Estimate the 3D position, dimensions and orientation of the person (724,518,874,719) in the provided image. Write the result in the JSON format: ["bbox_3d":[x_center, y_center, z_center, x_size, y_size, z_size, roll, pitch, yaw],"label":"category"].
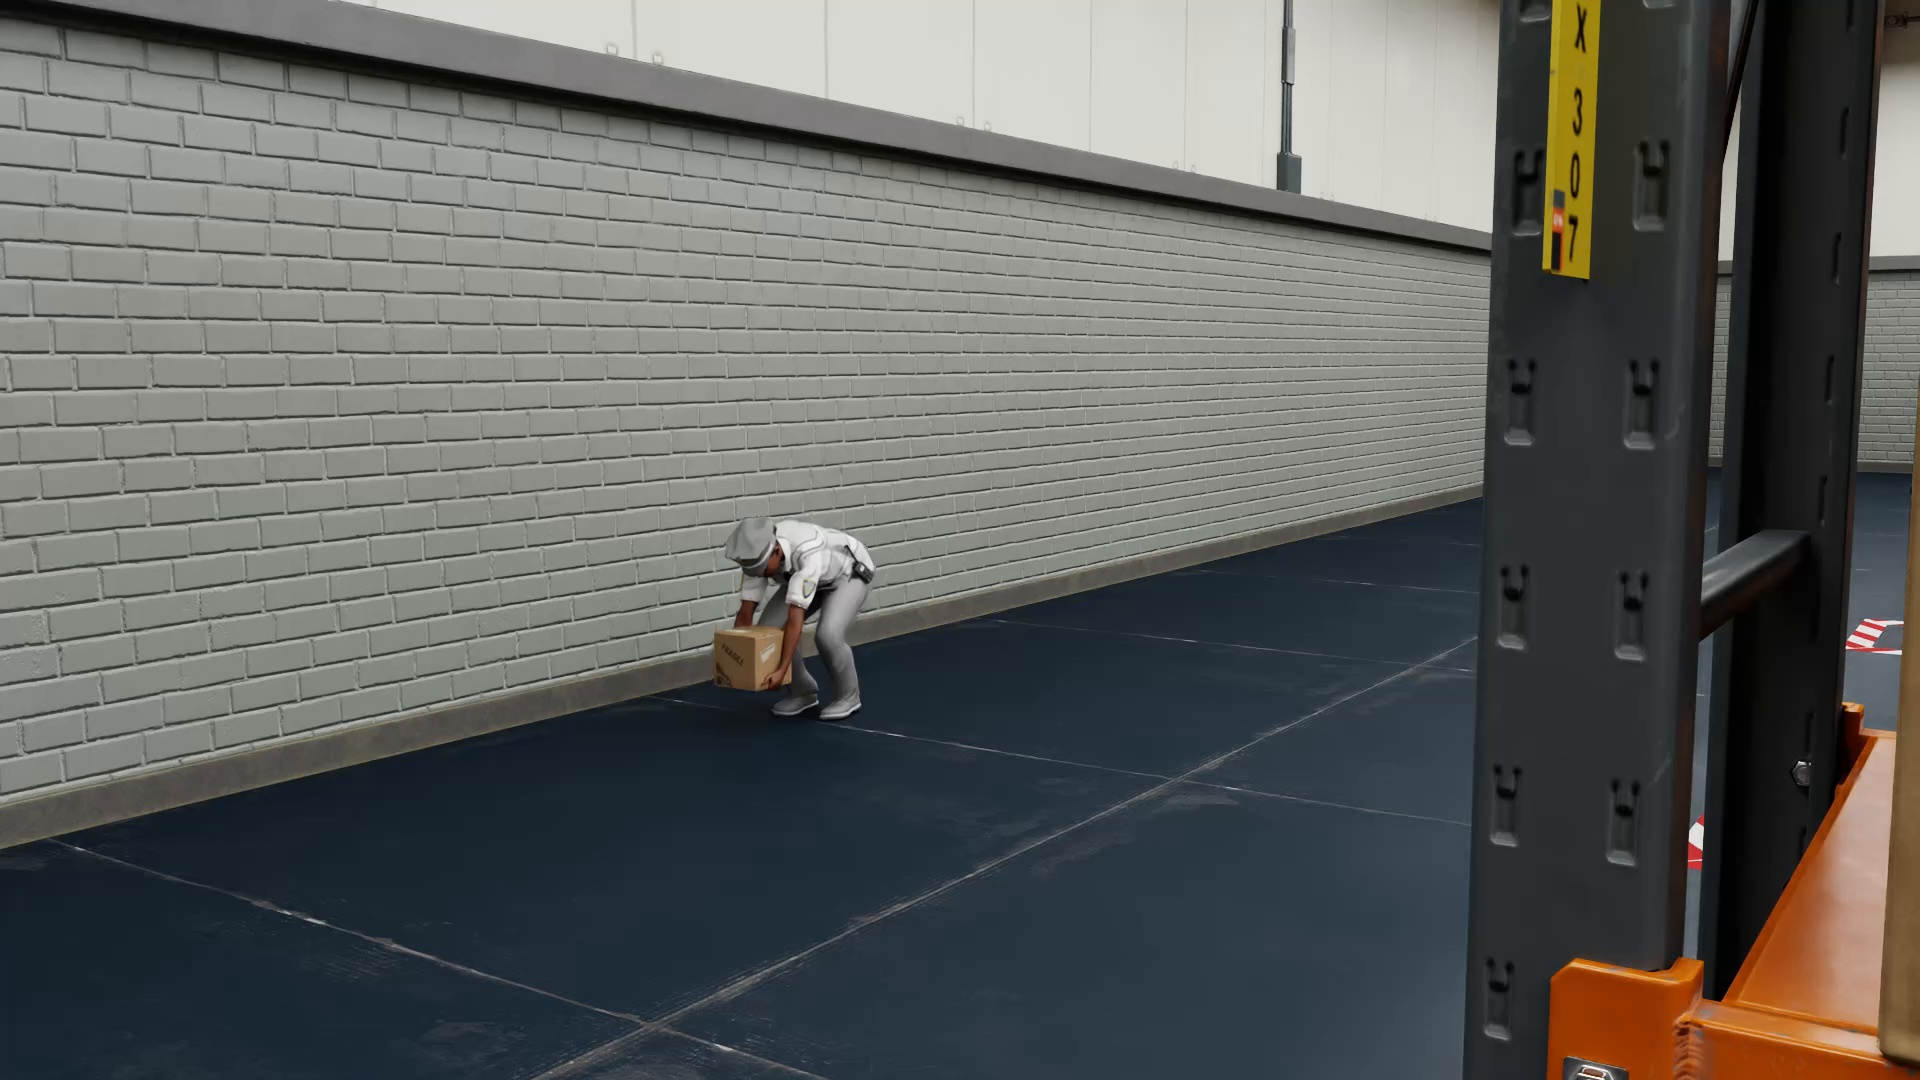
[{"bbox_3d":[-0.761,0.362,7.826,0.463,0.989,0.927,4,7,31],"label":"person"}]
